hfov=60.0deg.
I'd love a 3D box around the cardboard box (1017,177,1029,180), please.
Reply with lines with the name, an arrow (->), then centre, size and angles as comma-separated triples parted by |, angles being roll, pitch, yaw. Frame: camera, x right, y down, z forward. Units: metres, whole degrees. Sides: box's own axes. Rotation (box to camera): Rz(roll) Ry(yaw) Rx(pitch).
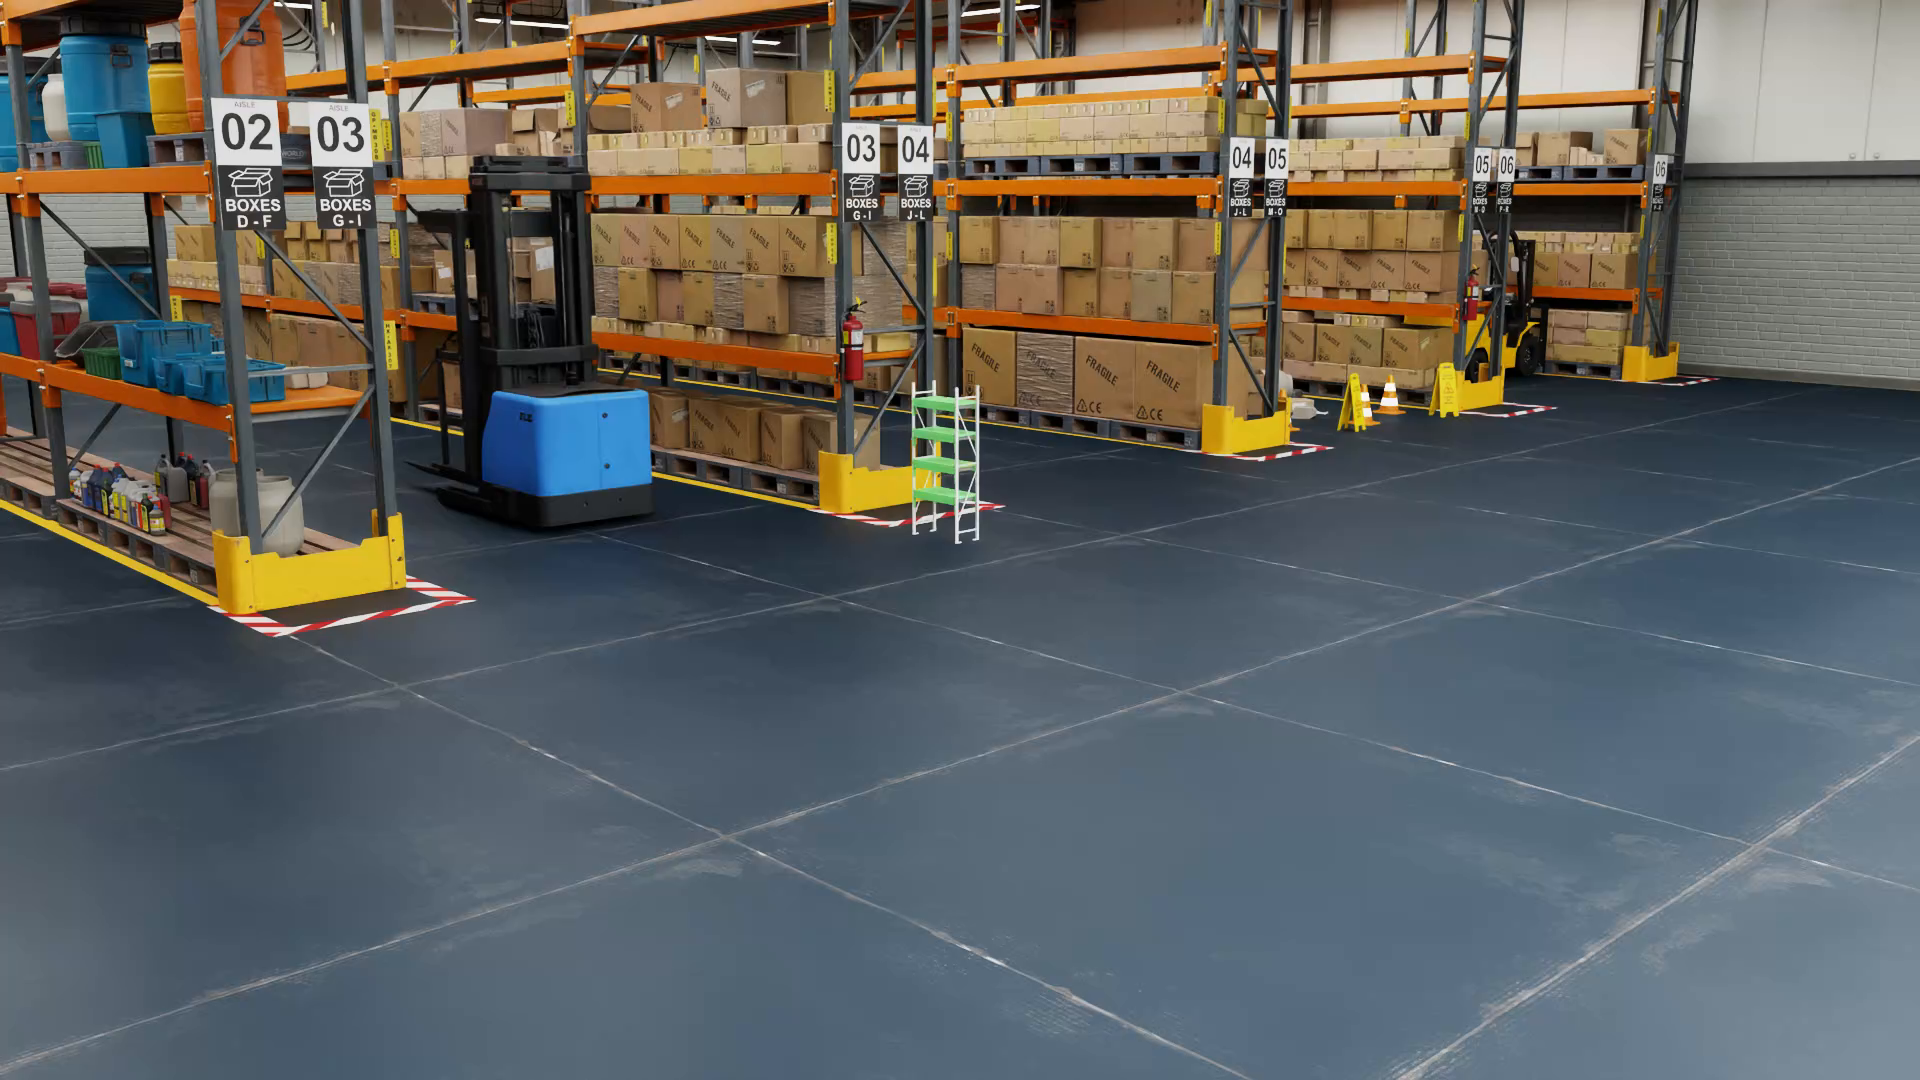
cardboard box -> 1.106, -5.605, 25.871 | 0.380, 0.149, 0.250 | -11, 16, -43

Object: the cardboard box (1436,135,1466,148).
cardboard box -> 6.088, -4.906, 20.502 | 0.380, 0.149, 0.250 | -11, 16, -42

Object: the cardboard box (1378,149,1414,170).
cardboard box -> 5.650, -4.815, 21.049 | 0.500, 0.250, 0.500 | -11, 16, -43

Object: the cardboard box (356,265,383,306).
cardboard box -> -7.017, -3.107, 20.313 | 0.500, 0.500, 0.500 | -11, 16, -43

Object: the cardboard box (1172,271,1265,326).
cardboard box -> 2.736, -2.578, 17.617 | 0.875, 0.550, 0.550 | -11, 16, -43

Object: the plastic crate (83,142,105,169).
plastic crate -> -6.084, -2.771, 12.017 | 0.336, 0.188, 0.450 | -11, 16, -43

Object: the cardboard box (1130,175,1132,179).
cardboard box -> 3.375, -6.604, 30.469 | 0.500, 0.250, 0.500 | -11, 16, -43

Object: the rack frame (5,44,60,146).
rack frame -> -6.976, -4.612, 12.995 | 1.000, 3.000, 0.127 | -11, 16, -43

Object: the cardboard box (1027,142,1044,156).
cardboard box -> 0.973, -4.392, 18.697 | 0.380, 0.149, 0.250 | -11, 16, -43

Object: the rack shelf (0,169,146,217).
rack shelf -> -8.358, -3.082, 14.787 | 1.077, 0.370, 4.000 | -11, 16, -43

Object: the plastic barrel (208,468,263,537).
plastic barrel -> -5.070, -0.235, 11.745 | 0.421, 0.512, 0.421 | 0, 12, 0

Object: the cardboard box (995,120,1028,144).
cardboard box -> 0.748, -4.652, 18.972 | 0.500, 0.250, 0.500 | -11, 16, -43

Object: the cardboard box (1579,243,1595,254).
cardboard box -> 9.348, -4.311, 24.547 | 0.380, 0.149, 0.250 | -11, 16, -42

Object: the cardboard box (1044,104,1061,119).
cardboard box -> 1.148, -4.745, 18.435 | 0.380, 0.149, 0.250 | -11, 16, -43

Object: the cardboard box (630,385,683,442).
cardboard box -> -3.147, -1.281, 16.850 | 0.500, 0.500, 0.500 | 11, 16, 43

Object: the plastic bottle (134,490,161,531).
plastic bottle -> -5.954, -0.219, 12.199 | 0.152, 0.276, 0.135 | -11, 16, -42

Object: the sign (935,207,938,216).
sign -> -0.511, -6.984, 35.726 | 0.100, 0.325, 0.005 | -11, 16, -43

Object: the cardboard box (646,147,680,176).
cardboard box -> -2.564, -3.507, 15.440 | 0.500, 0.250, 0.500 | 11, 16, 43

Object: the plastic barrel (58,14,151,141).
plastic barrel -> -6.367, -3.434, 12.427 | 0.600, 0.901, 0.708 | -11, 16, -43

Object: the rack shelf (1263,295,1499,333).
rack shelf -> 5.154, -3.100, 22.309 | 1.077, 0.370, 4.000 | -11, 16, -43

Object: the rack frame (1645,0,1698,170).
rack frame -> 10.123, -6.791, 23.574 | 1.000, 3.000, 0.127 | -11, 16, -43

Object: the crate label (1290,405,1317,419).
crate label -> 4.150, -1.544, 20.064 | 0.298, 0.136, 0.250 | 3, 12, 16

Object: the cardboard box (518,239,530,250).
cardboard box -> -6.840, -4.661, 27.115 | 0.500, 0.500, 0.500 | 11, 16, 44

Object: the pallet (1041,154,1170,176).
pallet -> 1.659, -4.167, 18.489 | 1.003, 0.211, 1.213 | -11, 16, -43

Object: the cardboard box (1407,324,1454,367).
cardboard box -> 6.162, -2.547, 21.754 | 0.500, 0.500, 0.500 | 11, 16, 43

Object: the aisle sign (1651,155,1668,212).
aisle sign -> 9.956, -5.076, 23.672 | 0.394, 0.787, 0.004 | -11, 16, -43

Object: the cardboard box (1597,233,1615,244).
cardboard box -> 9.530, -4.420, 24.339 | 0.380, 0.149, 0.250 | -11, 16, -42

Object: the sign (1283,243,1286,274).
sign -> 3.431, -2.996, 17.676 | 0.100, 0.325, 0.005 | -11, 16, -43

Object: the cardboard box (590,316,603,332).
cardboard box -> -3.463, -2.167, 16.620 | 0.380, 0.149, 0.250 | -11, 16, -43

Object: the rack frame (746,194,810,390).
rack frame -> -2.499, -3.624, 23.067 | 1.000, 3.000, 0.127 | -11, 16, -43

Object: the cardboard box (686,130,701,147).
cardboard box -> -2.262, -3.646, 15.126 | 0.380, 0.149, 0.250 | -10, 16, -41

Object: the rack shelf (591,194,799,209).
rack shelf -> -3.881, -5.033, 24.254 | 1.077, 0.370, 4.000 | -11, 16, -43

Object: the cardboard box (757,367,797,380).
cardboard box -> -2.144, -2.626, 22.760 | 1.050, 0.750, 0.750 | -11, 16, -43

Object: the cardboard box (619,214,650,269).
cardboard box -> -2.921, -2.874, 15.966 | 0.500, 0.500, 0.500 | -11, 16, -43

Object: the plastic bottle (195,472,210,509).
plastic bottle -> -5.935, -0.390, 13.014 | 0.061, 0.283, 0.133 | -11, 16, -43

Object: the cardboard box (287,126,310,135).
cardboard box -> -8.511, -5.172, 21.858 | 0.700, 0.500, 0.500 | -10, 16, -41

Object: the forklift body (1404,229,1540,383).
forklift body -> 7.494, -3.460, 24.375 | 2.313, 2.155, 1.214 | -11, 16, -43

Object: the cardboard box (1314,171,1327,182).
cardboard box -> 4.877, -4.785, 21.895 | 0.380, 0.149, 0.250 | -11, 16, -42

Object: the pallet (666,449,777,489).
pallet -> -2.058, -0.727, 15.916 | 1.003, 0.211, 1.213 | -11, 16, -43

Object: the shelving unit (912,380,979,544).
shelving unit -> -0.114, -0.612, 12.908 | 0.258, 1.200, 0.503 | -11, 16, -43

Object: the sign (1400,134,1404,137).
sign -> 6.975, -6.236, 26.253 | 0.100, 0.325, 0.005 | -11, 16, -43

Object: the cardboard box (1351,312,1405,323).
cardboard box -> 6.992, -3.554, 27.573 | 0.875, 0.625, 0.625 | -10, 15, -40

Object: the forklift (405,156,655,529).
forklift -> -3.864, -1.759, 14.187 | 1.130, 2.935, 3.031 | -10, 15, -40

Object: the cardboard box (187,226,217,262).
cardboard box -> -10.838, -4.299, 24.121 | 0.500, 0.500, 0.500 | 11, 16, 44

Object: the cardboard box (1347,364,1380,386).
cardboard box -> 5.431, -2.177, 21.818 | 0.500, 0.250, 0.500 | -11, 16, -42

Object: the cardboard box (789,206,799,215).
cardboard box -> -2.850, -5.926, 29.910 | 0.380, 0.149, 0.250 | -11, 16, -43

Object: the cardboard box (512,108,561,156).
cardboard box -> -4.298, -4.309, 17.662 | 0.797, 0.503, 0.637 | -10, 15, -40

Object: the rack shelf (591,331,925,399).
rack shelf -> -2.013, -1.719, 15.606 | 1.077, 0.370, 4.000 | -11, 16, -43

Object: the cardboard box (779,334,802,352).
cardboard box -> -1.360, -1.736, 14.524 | 0.380, 0.149, 0.250 | -11, 16, -43

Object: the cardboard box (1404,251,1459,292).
cardboard box -> 5.962, -3.396, 20.978 | 0.500, 0.500, 0.500 | -11, 16, -44

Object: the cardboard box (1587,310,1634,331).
cardboard box -> 9.579, -3.225, 24.429 | 0.500, 0.250, 0.500 | -10, 15, -41

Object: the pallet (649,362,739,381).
pallet -> -3.876, -2.550, 24.767 | 1.003, 0.211, 1.213 | -11, 16, -43

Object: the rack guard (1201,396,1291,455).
rack guard -> 3.042, -1.229, 17.635 | 1.175, 0.500, 0.348 | -11, 16, -43

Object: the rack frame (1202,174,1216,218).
rack frame -> 3.773, -3.745, 23.653 | 1.000, 3.000, 0.127 | -11, 16, -43

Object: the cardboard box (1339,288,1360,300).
cardboard box -> 5.189, -3.239, 21.824 | 0.380, 0.149, 0.250 | -11, 16, -43

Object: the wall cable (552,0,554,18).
wall cable -> -9.402, -12.311, 34.011 | 2.355, 3.000, 0.029 | -11, 16, -43

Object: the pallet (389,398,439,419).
pallet -> -6.646, -1.707, 20.675 | 1.003, 0.211, 1.213 | -11, 16, -43

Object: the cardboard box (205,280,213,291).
cardboard box -> -10.611, -3.670, 23.913 | 0.250, 0.149, 0.380 | 11, 16, 44
